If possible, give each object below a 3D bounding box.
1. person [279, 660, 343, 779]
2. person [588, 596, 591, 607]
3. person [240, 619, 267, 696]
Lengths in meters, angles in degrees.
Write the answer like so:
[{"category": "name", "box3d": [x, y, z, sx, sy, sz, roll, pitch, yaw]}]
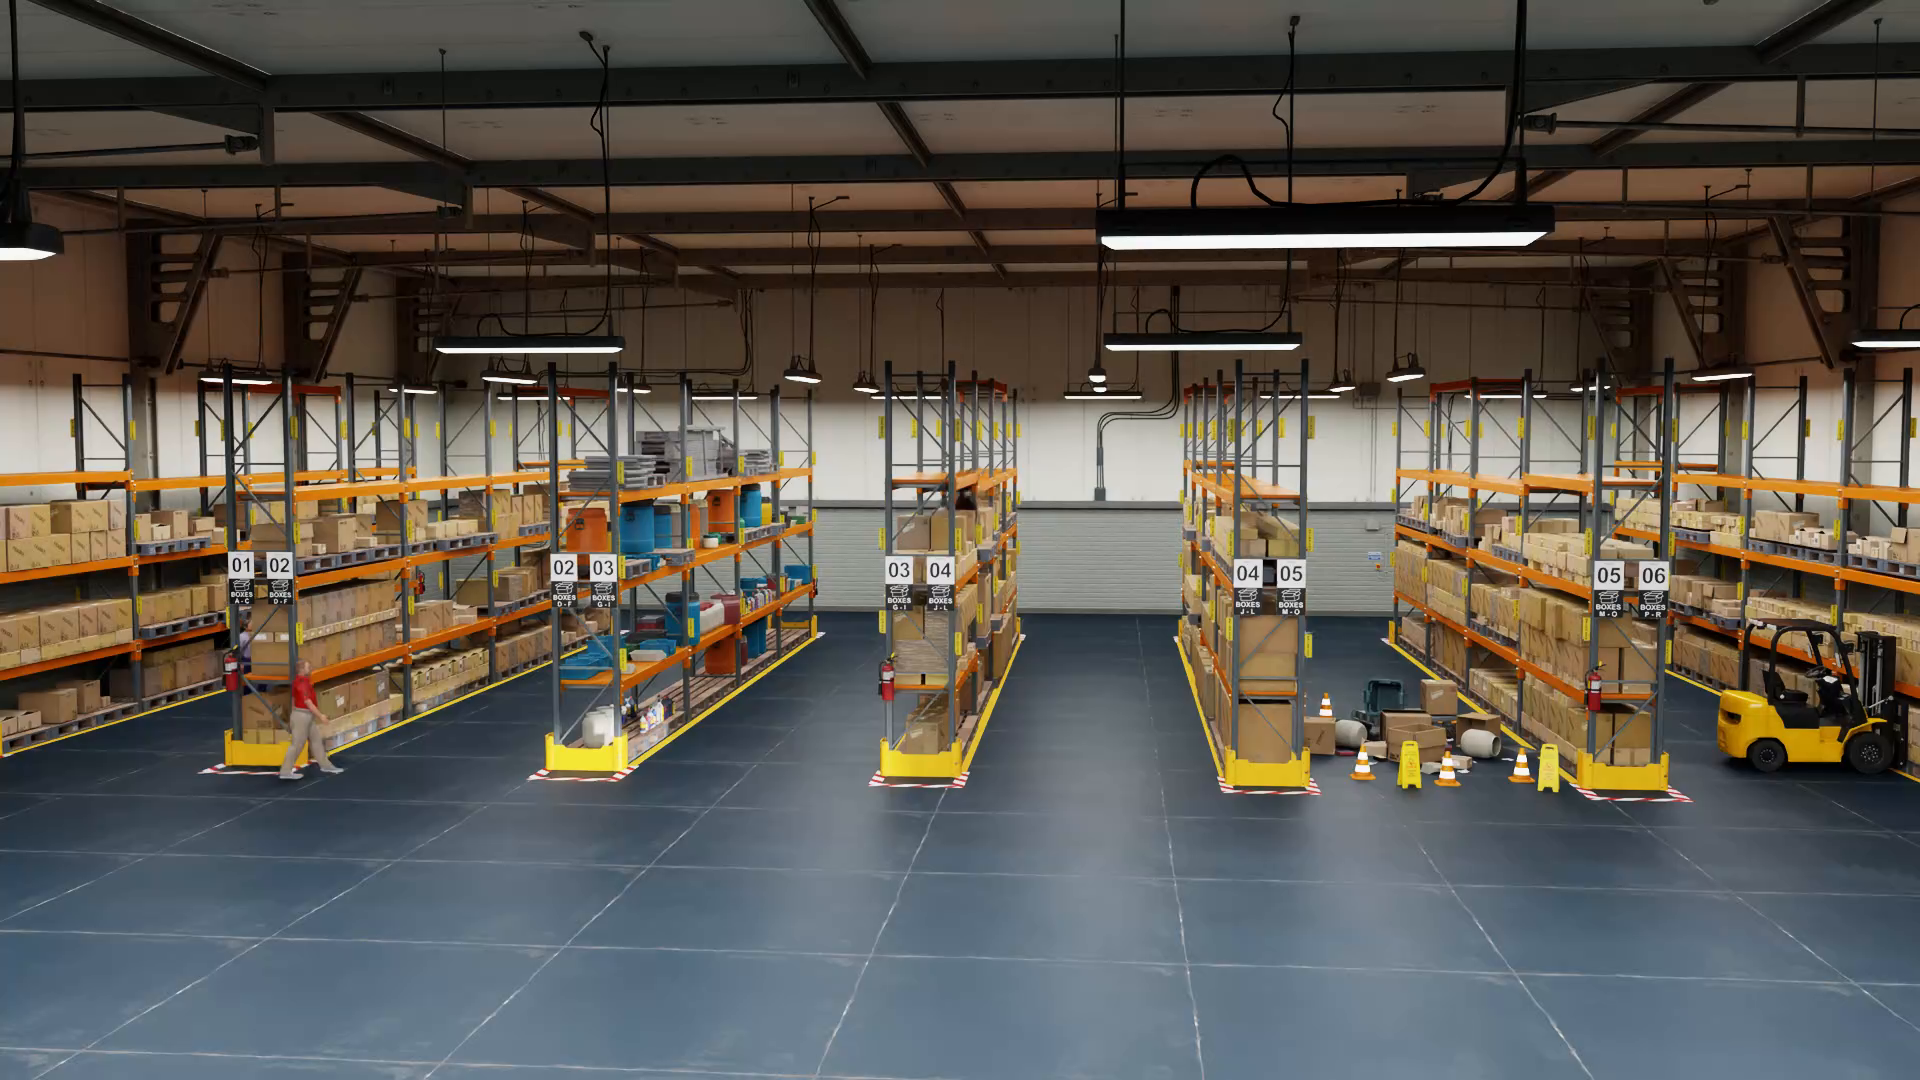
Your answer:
[{"category": "person", "box3d": [-9.339, 2.565, 23.912, 0.904, 1.700, 0.563, -2, 4, -29]}, {"category": "person", "box3d": [-9.566, 1.278, 43.751, 0.512, 1.657, 0.454, -3, 5, -42]}, {"category": "person", "box3d": [-12.707, 2.232, 29.805, 0.545, 1.645, 0.388, -3, 5, -41]}]
